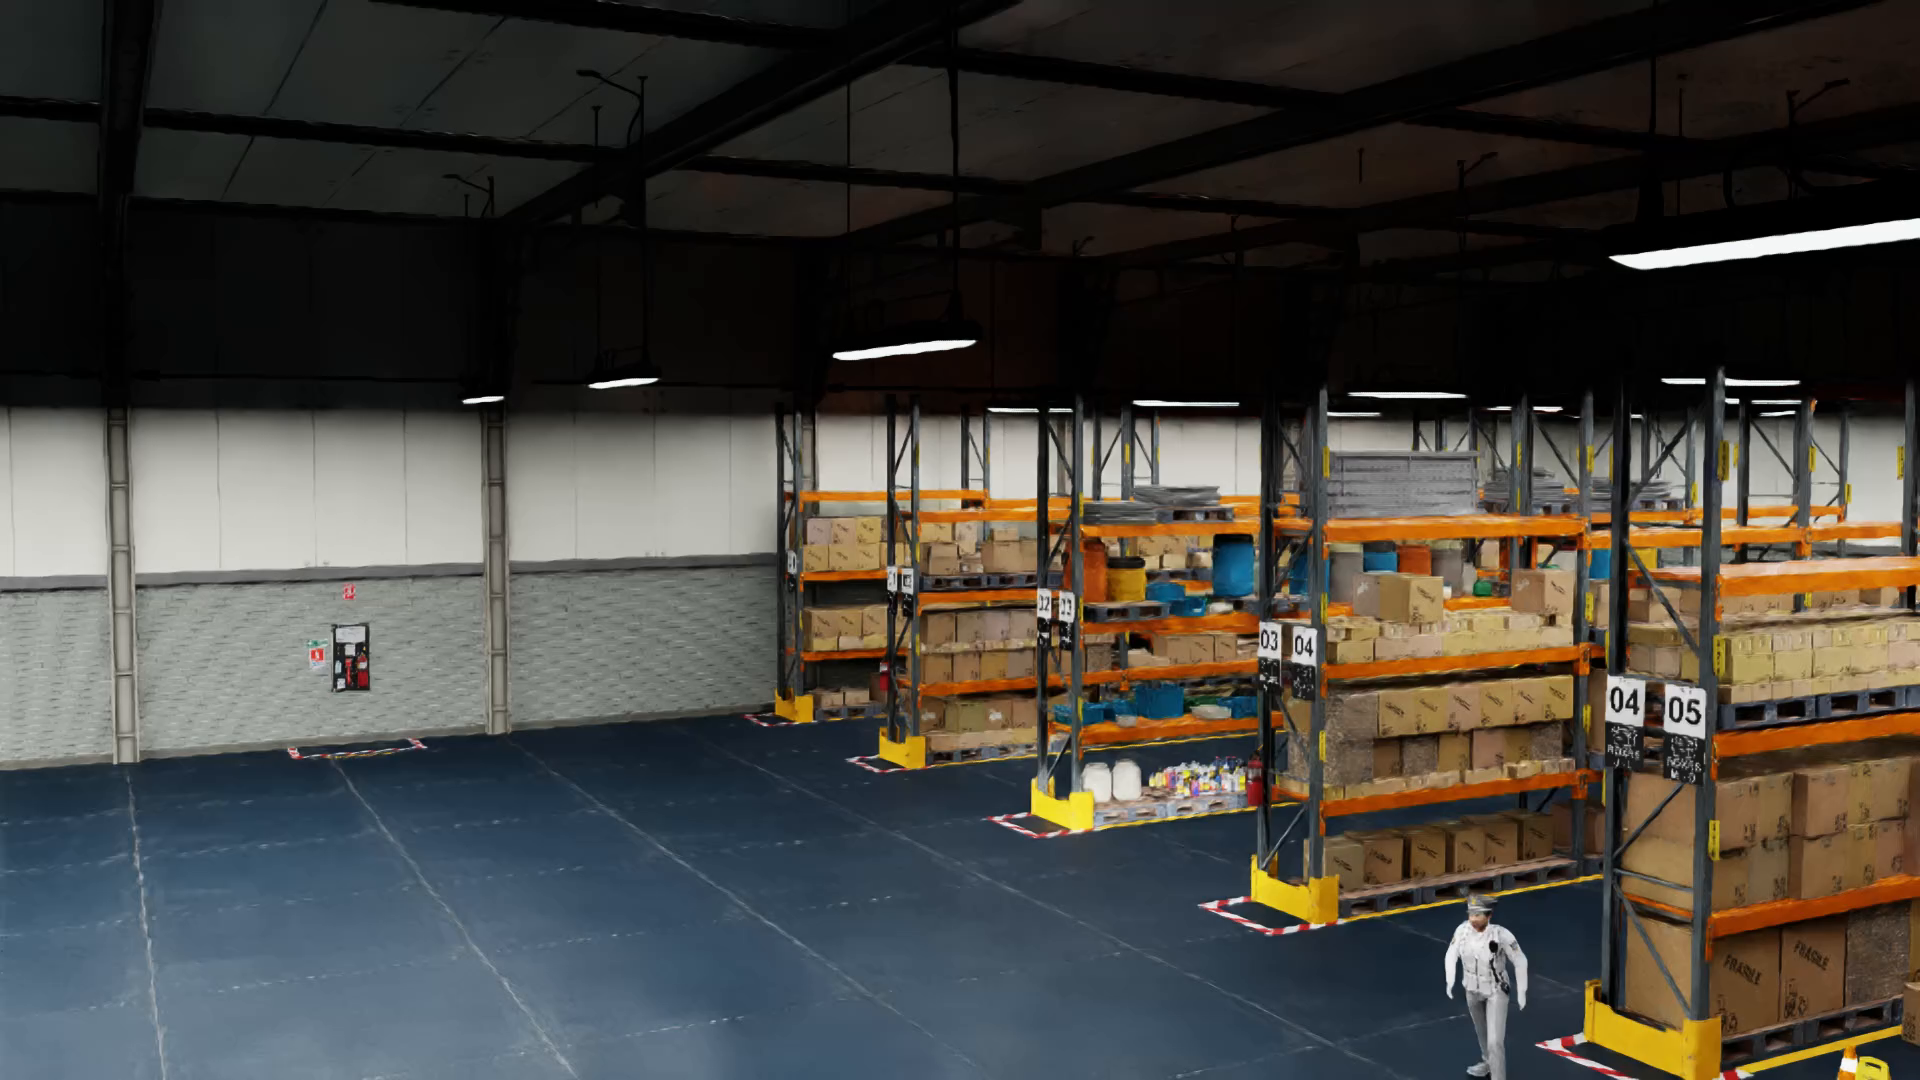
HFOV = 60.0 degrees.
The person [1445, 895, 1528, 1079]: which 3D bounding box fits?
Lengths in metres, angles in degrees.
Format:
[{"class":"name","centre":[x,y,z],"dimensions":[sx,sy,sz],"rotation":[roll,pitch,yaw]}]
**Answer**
[{"class":"person","centre":[4.225,3.600,13.291],"dimensions":[0.807,1.606,0.630],"rotation":[-3,5,-44]}]
